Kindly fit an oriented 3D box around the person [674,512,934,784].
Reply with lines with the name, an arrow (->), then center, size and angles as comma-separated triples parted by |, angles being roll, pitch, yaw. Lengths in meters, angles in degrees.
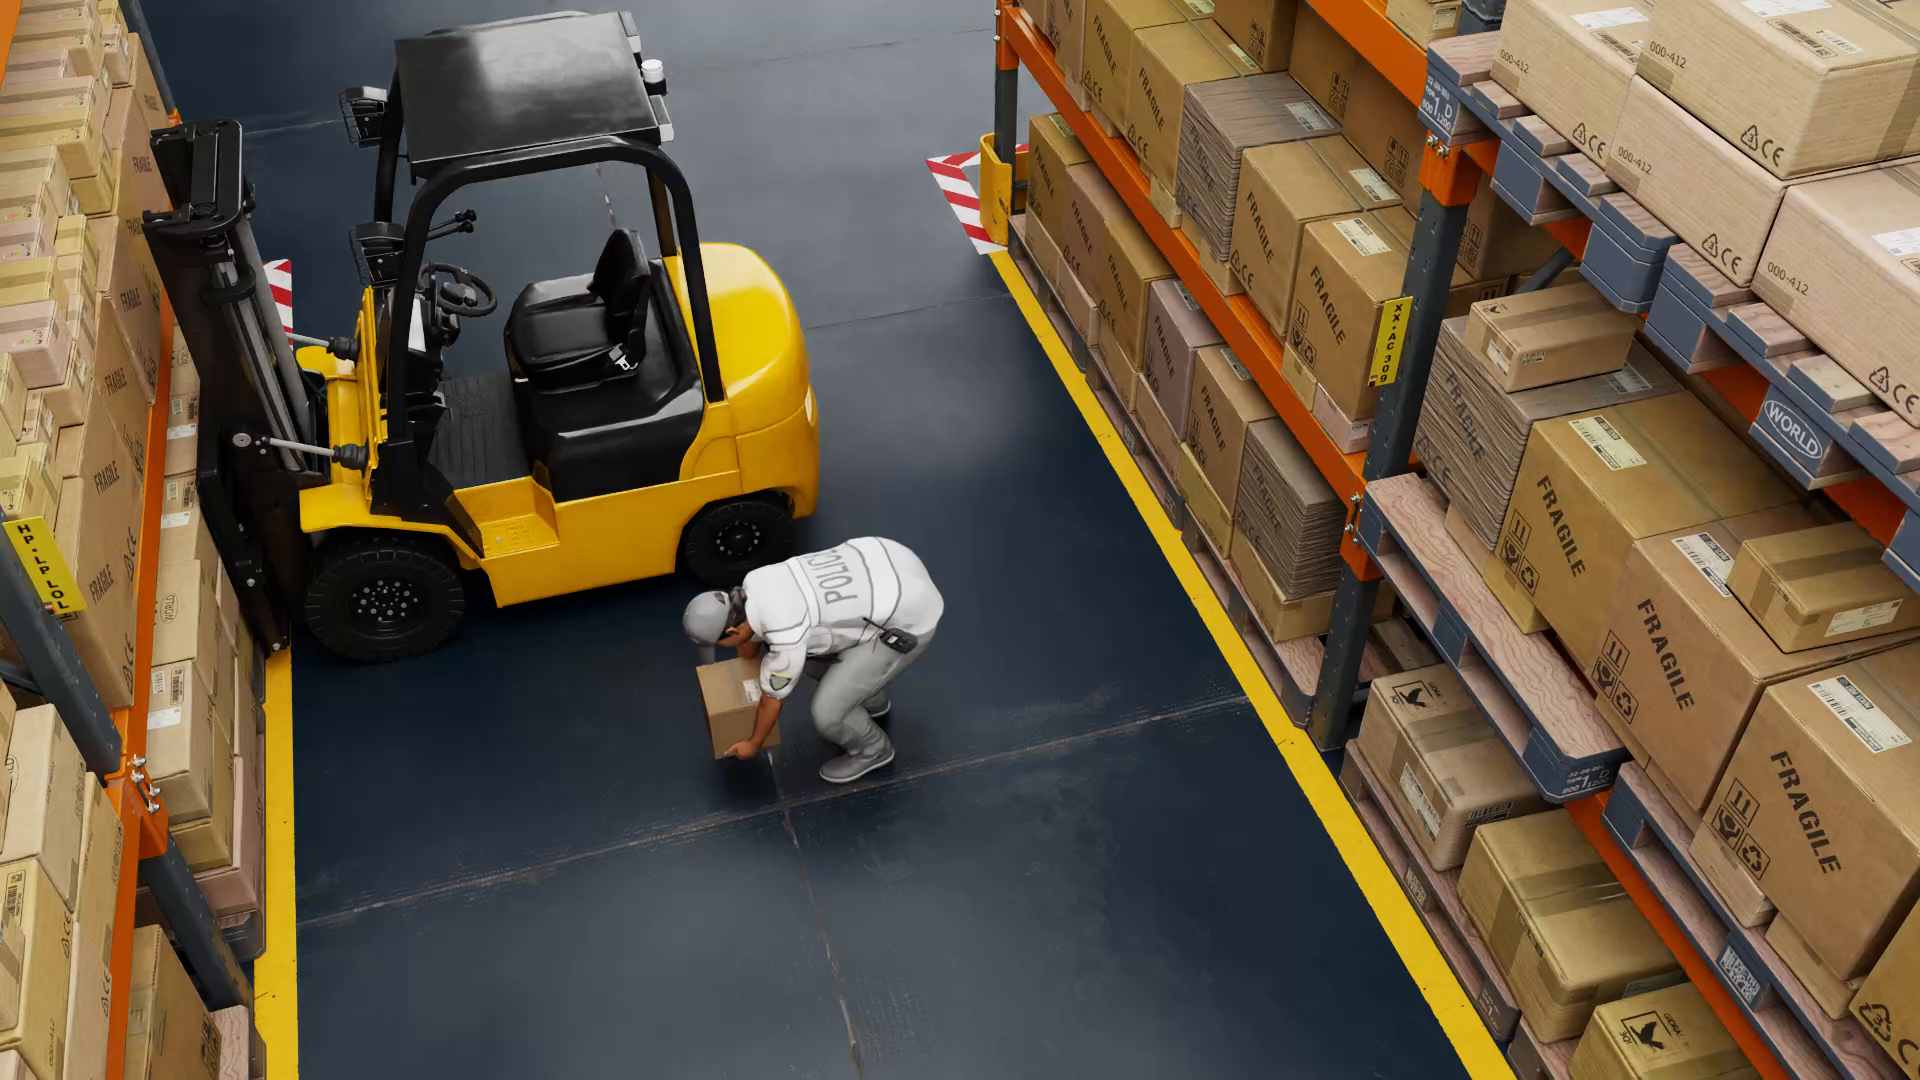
person -> -0.545, 0.364, 6.068 | 0.892, 1.258, 0.469 | -13, 44, -14
